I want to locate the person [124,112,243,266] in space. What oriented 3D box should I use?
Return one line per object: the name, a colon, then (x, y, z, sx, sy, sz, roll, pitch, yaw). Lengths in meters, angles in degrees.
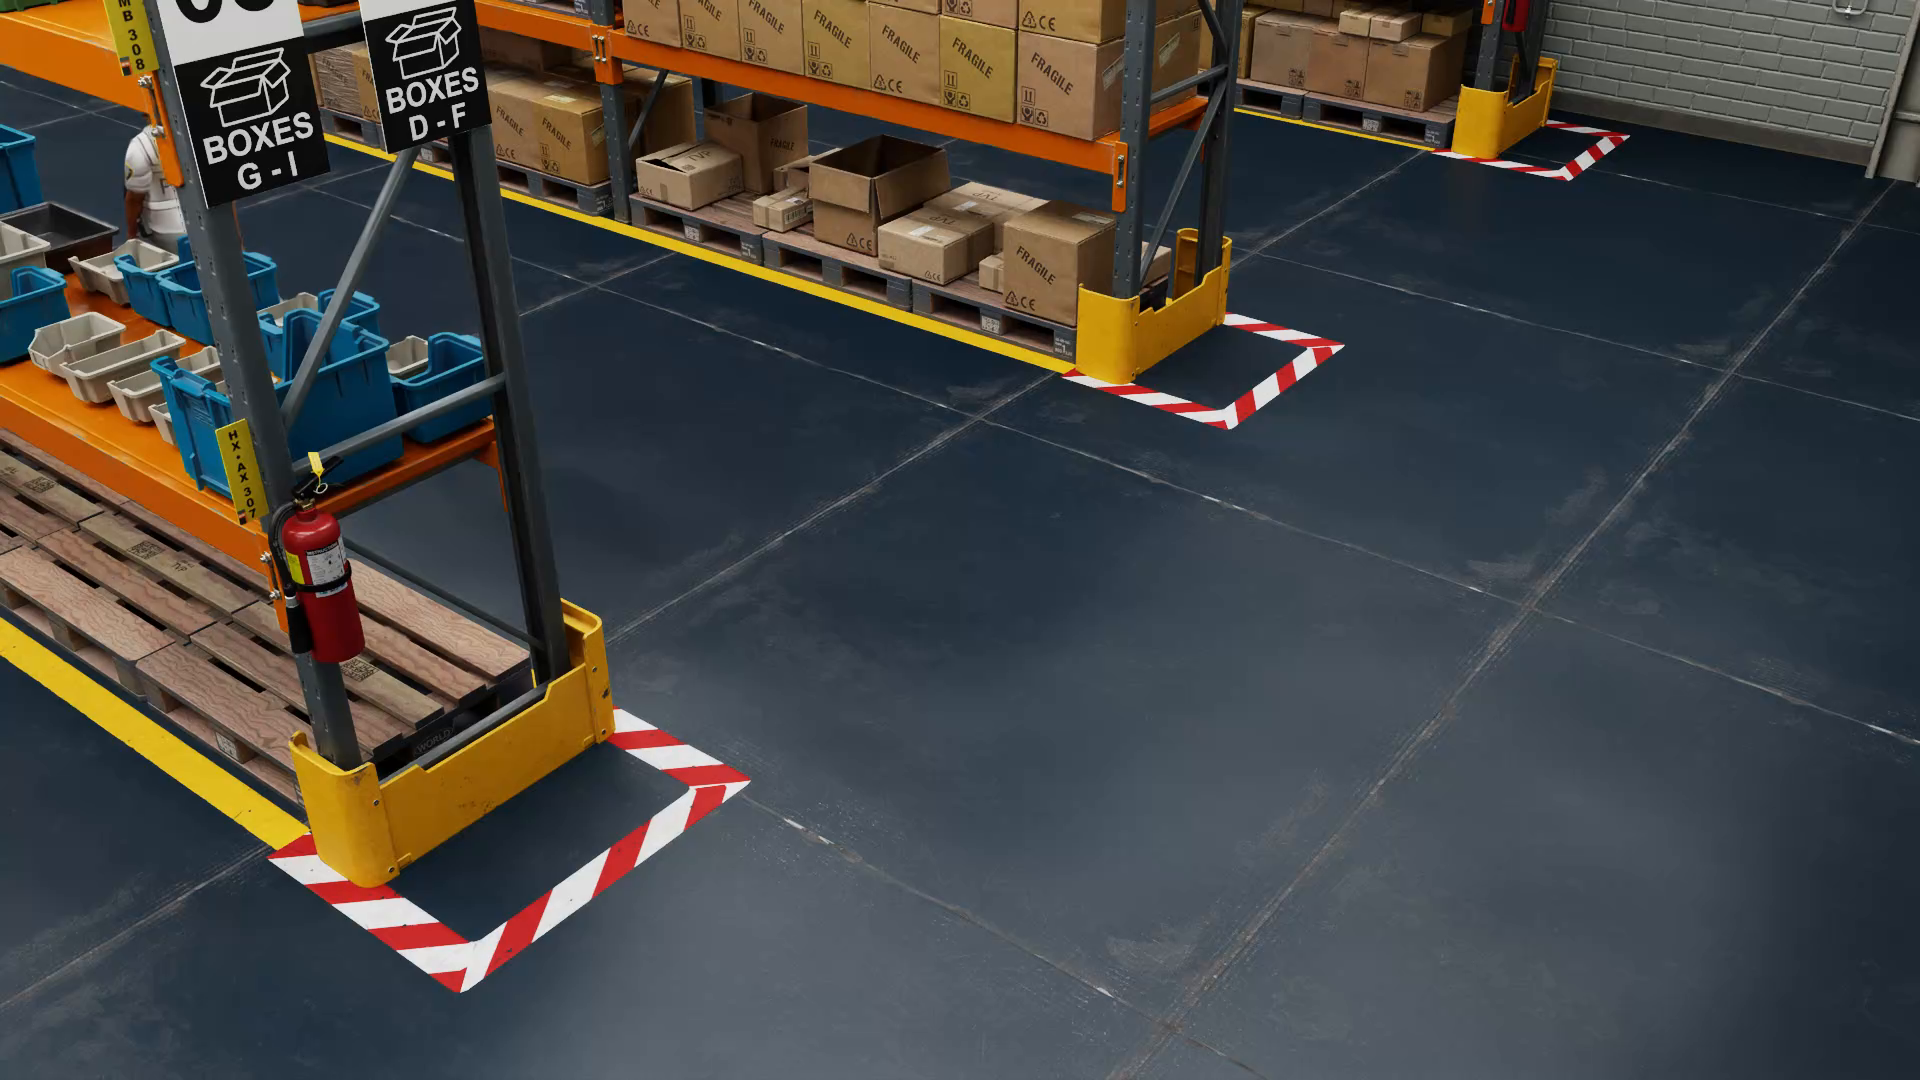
person: (-4.187, -1.662, 8.879, 0.911, 1.635, 0.487, 19, 36, 28)
